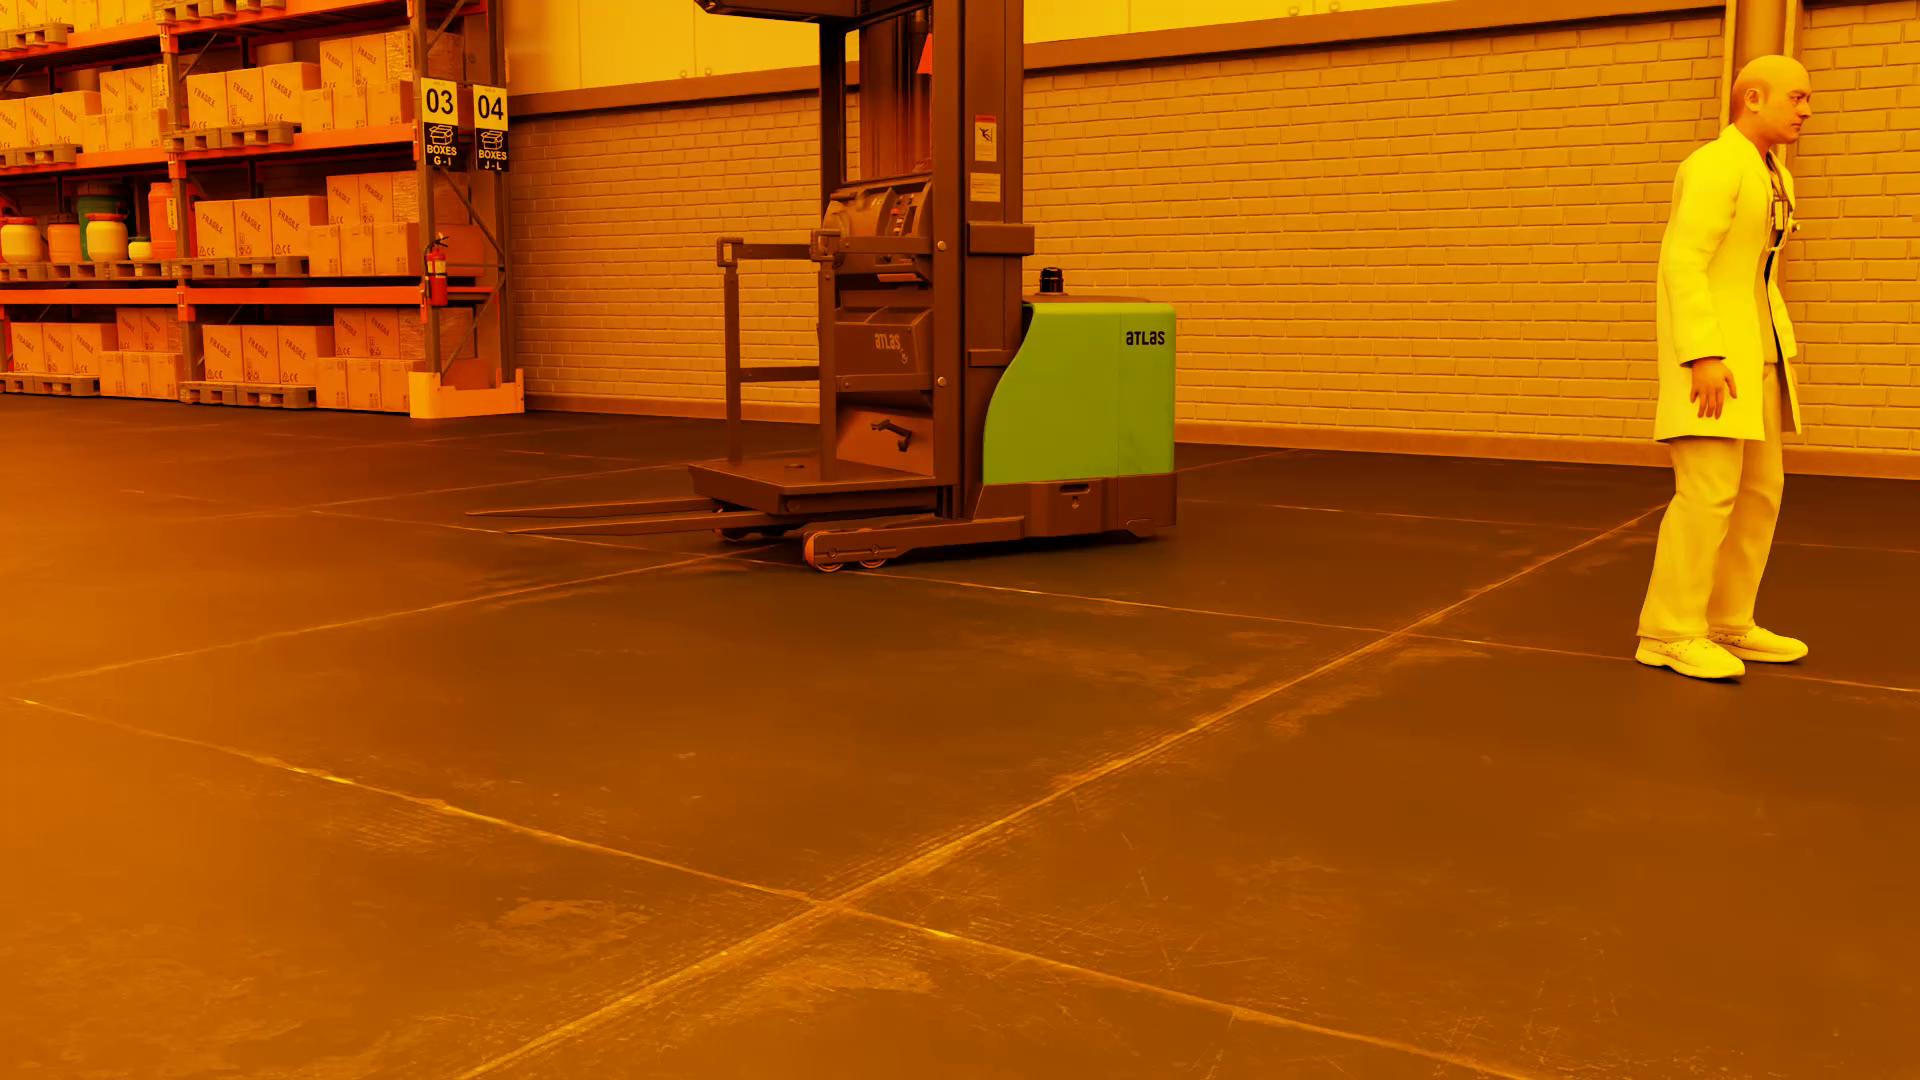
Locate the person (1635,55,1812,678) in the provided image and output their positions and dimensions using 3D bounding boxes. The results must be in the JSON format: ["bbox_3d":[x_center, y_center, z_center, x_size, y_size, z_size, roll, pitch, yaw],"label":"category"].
[{"bbox_3d":[2.286,-0.513,4.910,0.655,1.775,0.427,-7,11,-42],"label":"person"}]

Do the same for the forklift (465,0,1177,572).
[{"bbox_3d":[-0.546,-1.407,7.087,3.031,2.935,1.130,-5,9,-30],"label":"forklift"}]
